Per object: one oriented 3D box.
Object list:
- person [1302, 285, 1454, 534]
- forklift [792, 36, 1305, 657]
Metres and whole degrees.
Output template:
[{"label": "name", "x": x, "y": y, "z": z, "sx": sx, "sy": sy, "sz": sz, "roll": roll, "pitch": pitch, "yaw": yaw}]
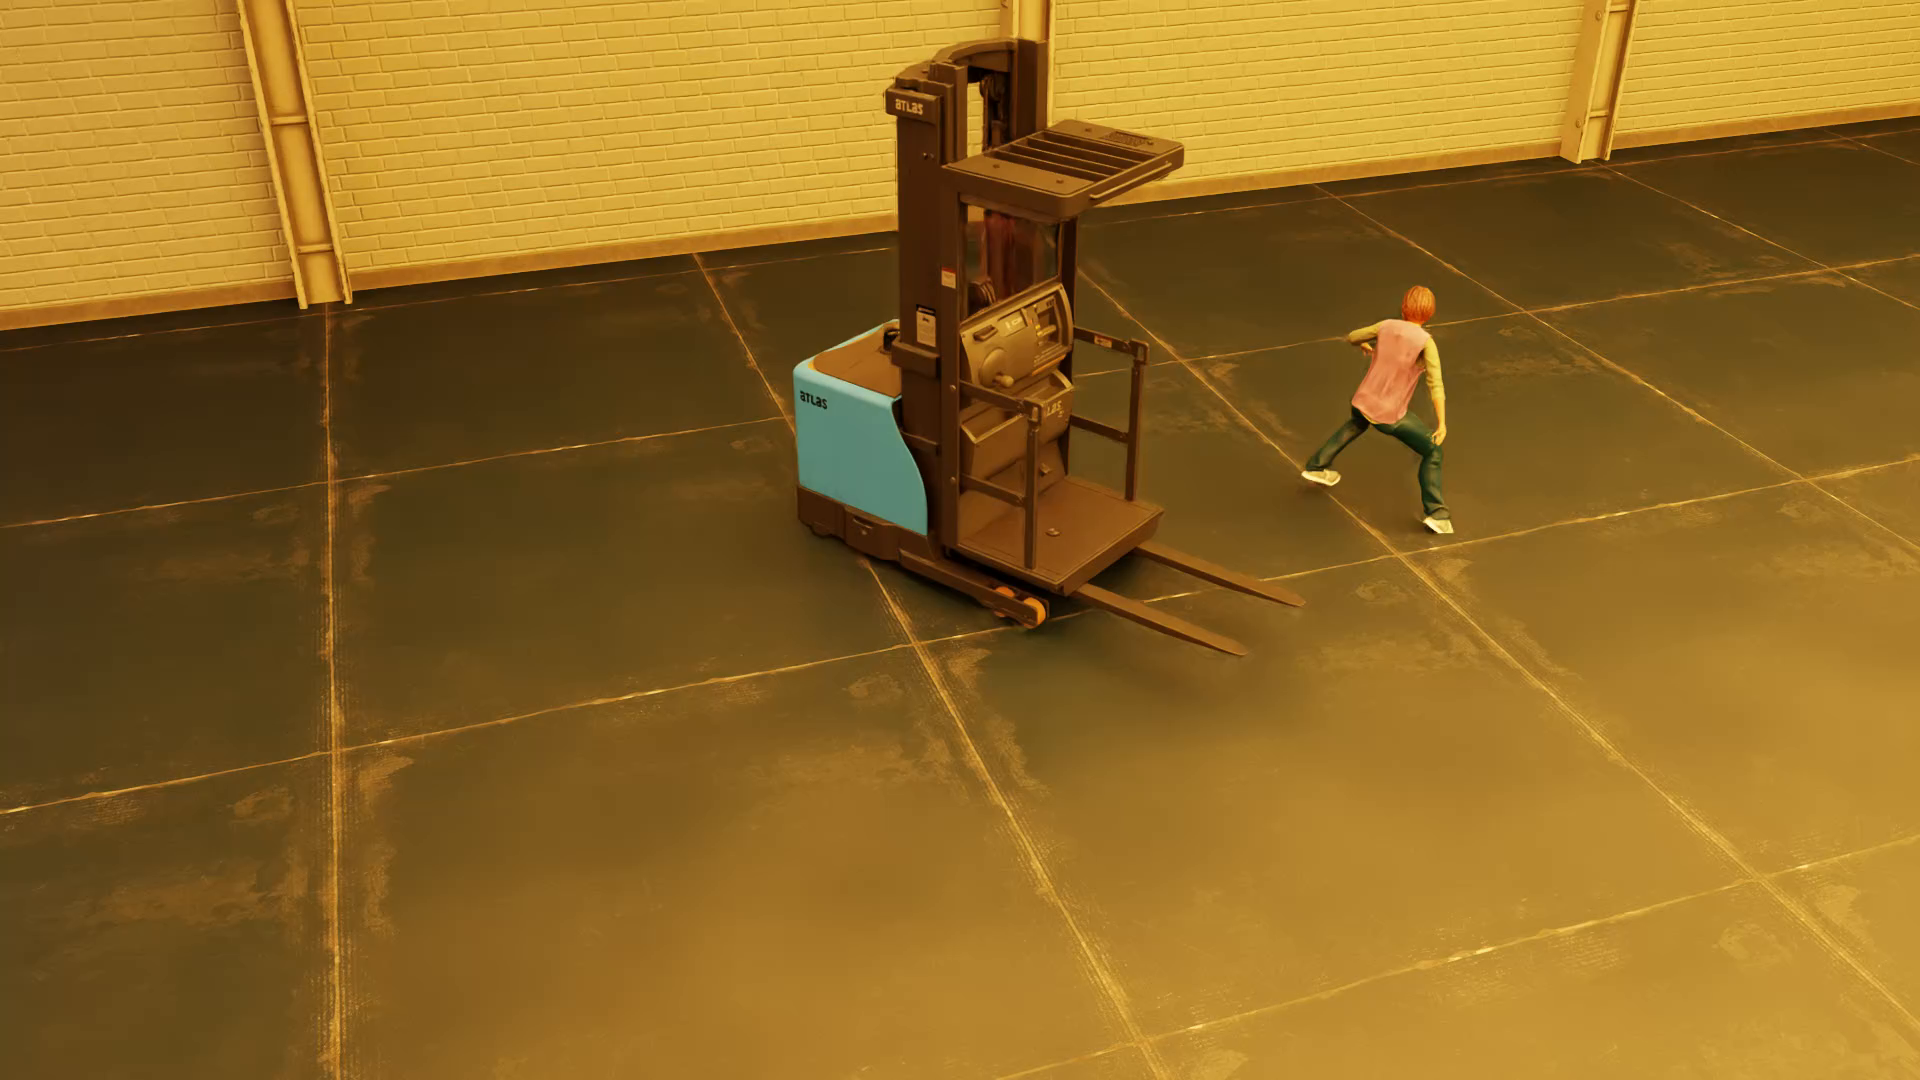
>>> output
[{"label": "person", "x": 2.617, "y": -0.758, "z": 9.984, "sx": 0.498, "sy": 1.522, "sz": 0.984, "roll": -19, "pitch": 35, "yaw": -29}, {"label": "forklift", "x": 0.479, "y": -1.082, "z": 8.967, "sx": 3.031, "sy": 2.935, "sz": 1.130, "roll": 22, "pitch": 36, "yaw": 33}]
